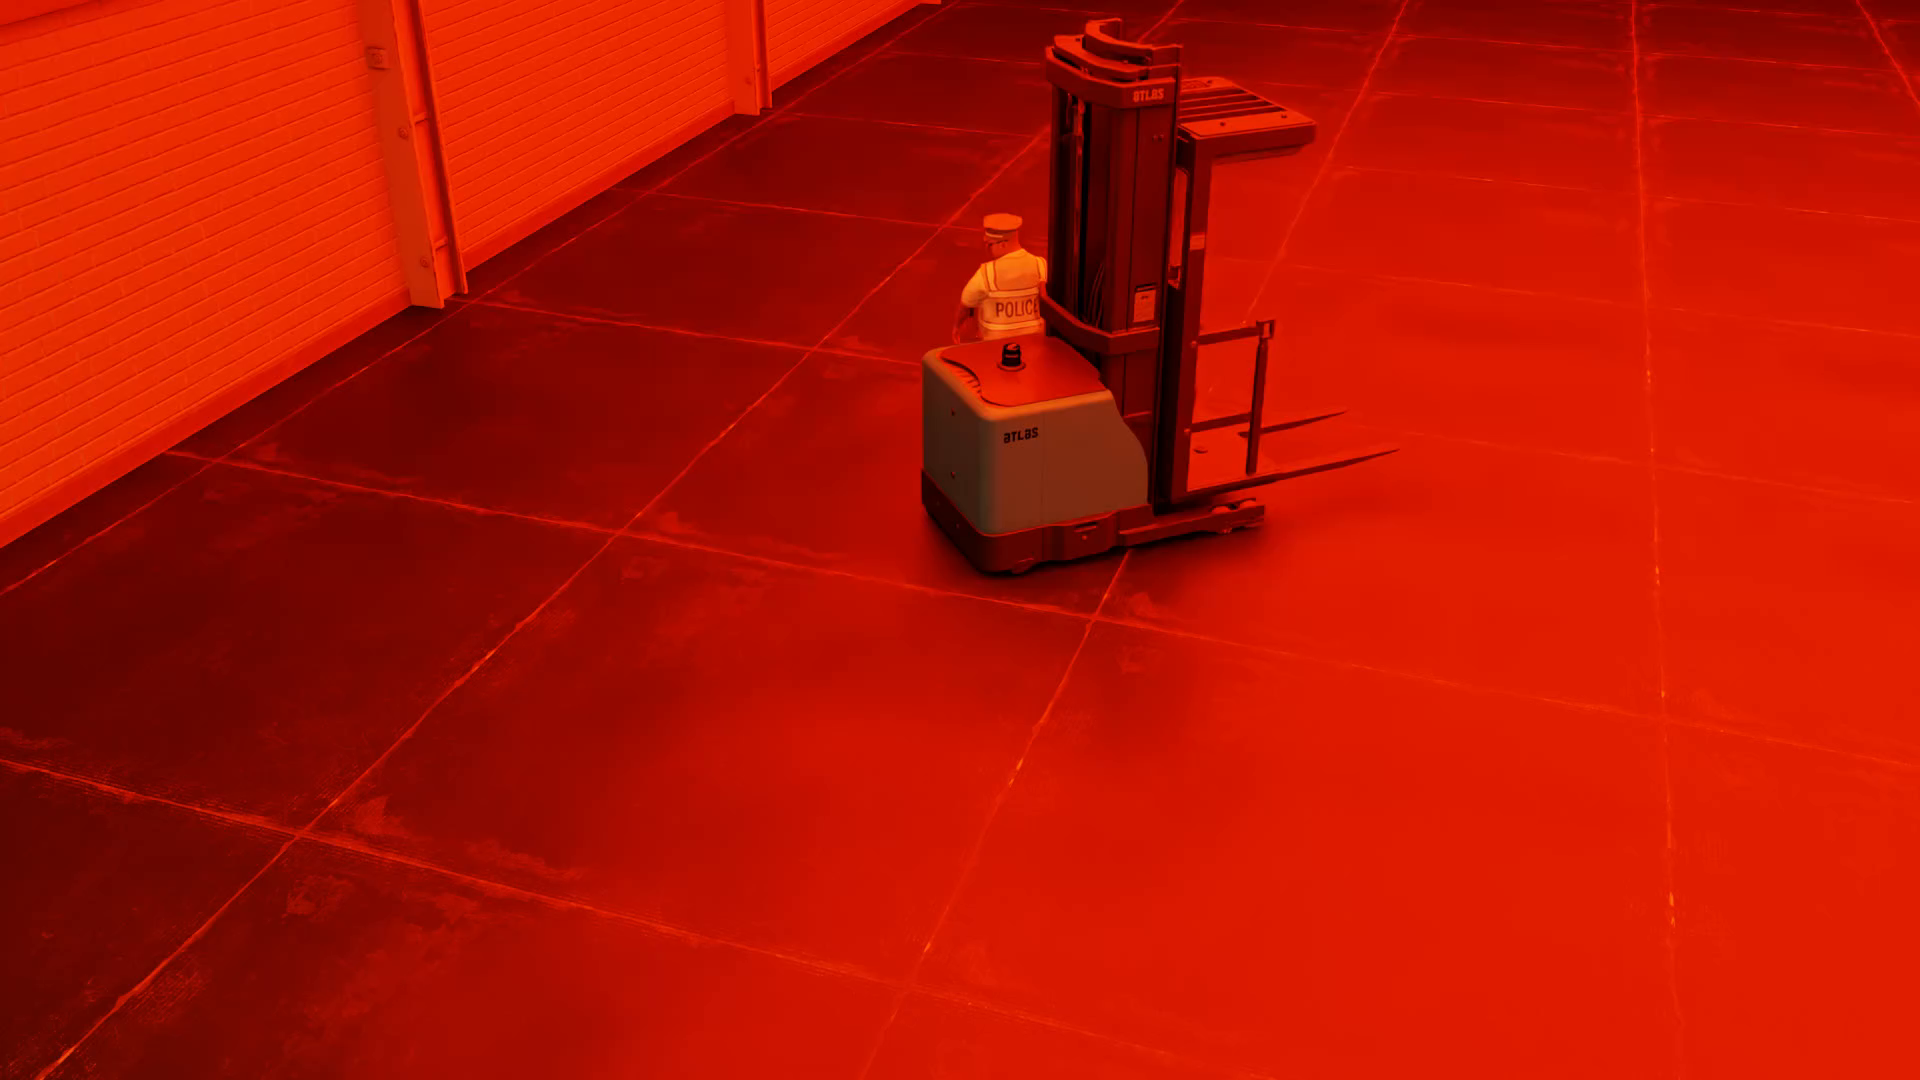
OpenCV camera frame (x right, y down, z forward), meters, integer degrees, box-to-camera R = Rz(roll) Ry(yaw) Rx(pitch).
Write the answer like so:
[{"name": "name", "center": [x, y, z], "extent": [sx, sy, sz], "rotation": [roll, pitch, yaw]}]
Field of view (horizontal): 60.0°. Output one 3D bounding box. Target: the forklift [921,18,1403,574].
[{"name": "forklift", "center": [1.326, -1.539, 9.837], "extent": [3.031, 2.935, 1.130], "rotation": [-12, 32, -20]}]

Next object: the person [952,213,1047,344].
[{"name": "person", "center": [0.320, -1.290, 10.666], "extent": [0.705, 1.693, 0.894], "rotation": [-13, 32, -22]}]
